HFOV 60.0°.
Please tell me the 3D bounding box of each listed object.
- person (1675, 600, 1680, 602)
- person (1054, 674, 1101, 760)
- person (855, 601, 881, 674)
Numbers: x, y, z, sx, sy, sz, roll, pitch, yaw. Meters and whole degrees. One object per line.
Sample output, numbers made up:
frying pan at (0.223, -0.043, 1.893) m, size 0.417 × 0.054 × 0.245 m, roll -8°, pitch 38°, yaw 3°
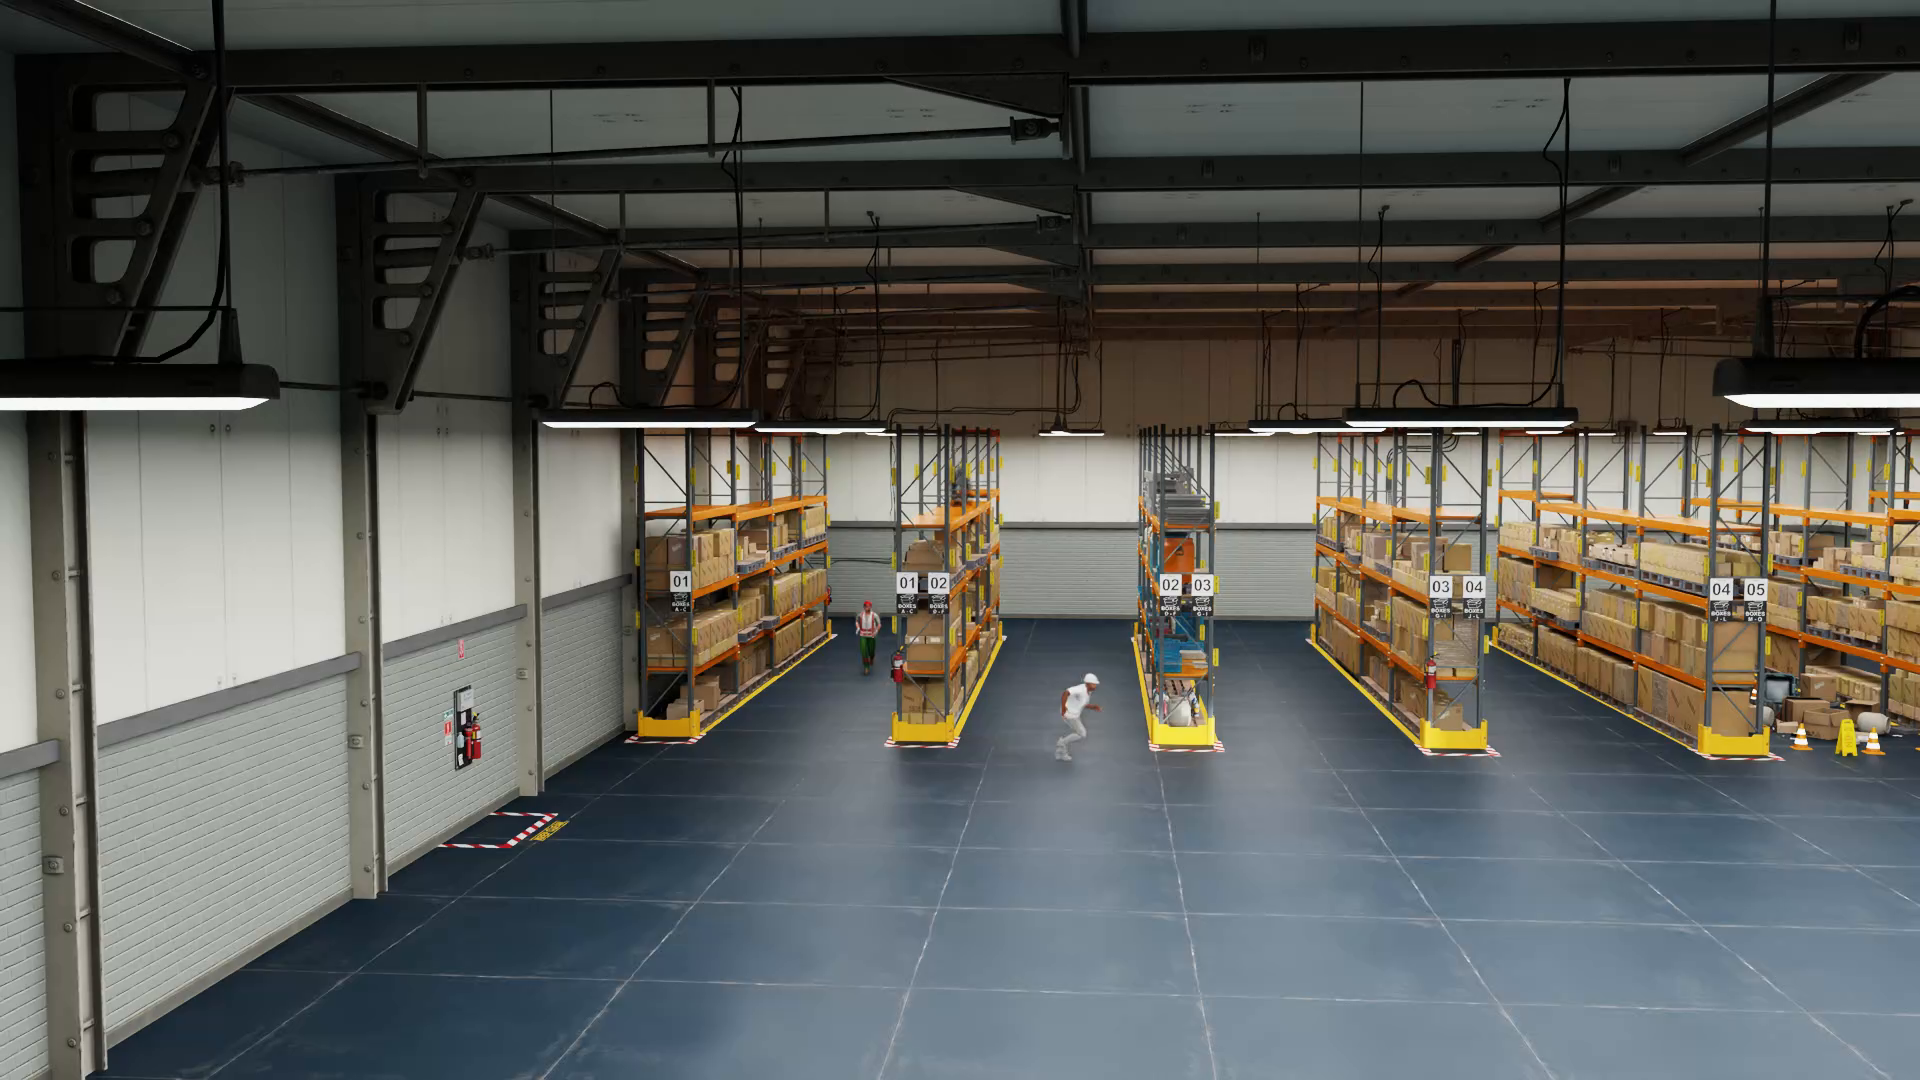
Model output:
person at (17.561, 2.366, 40.749) m, size 0.630 × 1.811 × 0.827 m, roll 0°, pitch 3°, yaw -3°
person at (2.060, 3.143, 29.402) m, size 0.839 × 1.579 × 0.735 m, roll 1°, pitch 4°, yaw 23°
person at (-2.269, 2.370, 40.783) m, size 0.655 × 1.774 × 0.845 m, roll 0°, pitch 3°, yaw 4°
